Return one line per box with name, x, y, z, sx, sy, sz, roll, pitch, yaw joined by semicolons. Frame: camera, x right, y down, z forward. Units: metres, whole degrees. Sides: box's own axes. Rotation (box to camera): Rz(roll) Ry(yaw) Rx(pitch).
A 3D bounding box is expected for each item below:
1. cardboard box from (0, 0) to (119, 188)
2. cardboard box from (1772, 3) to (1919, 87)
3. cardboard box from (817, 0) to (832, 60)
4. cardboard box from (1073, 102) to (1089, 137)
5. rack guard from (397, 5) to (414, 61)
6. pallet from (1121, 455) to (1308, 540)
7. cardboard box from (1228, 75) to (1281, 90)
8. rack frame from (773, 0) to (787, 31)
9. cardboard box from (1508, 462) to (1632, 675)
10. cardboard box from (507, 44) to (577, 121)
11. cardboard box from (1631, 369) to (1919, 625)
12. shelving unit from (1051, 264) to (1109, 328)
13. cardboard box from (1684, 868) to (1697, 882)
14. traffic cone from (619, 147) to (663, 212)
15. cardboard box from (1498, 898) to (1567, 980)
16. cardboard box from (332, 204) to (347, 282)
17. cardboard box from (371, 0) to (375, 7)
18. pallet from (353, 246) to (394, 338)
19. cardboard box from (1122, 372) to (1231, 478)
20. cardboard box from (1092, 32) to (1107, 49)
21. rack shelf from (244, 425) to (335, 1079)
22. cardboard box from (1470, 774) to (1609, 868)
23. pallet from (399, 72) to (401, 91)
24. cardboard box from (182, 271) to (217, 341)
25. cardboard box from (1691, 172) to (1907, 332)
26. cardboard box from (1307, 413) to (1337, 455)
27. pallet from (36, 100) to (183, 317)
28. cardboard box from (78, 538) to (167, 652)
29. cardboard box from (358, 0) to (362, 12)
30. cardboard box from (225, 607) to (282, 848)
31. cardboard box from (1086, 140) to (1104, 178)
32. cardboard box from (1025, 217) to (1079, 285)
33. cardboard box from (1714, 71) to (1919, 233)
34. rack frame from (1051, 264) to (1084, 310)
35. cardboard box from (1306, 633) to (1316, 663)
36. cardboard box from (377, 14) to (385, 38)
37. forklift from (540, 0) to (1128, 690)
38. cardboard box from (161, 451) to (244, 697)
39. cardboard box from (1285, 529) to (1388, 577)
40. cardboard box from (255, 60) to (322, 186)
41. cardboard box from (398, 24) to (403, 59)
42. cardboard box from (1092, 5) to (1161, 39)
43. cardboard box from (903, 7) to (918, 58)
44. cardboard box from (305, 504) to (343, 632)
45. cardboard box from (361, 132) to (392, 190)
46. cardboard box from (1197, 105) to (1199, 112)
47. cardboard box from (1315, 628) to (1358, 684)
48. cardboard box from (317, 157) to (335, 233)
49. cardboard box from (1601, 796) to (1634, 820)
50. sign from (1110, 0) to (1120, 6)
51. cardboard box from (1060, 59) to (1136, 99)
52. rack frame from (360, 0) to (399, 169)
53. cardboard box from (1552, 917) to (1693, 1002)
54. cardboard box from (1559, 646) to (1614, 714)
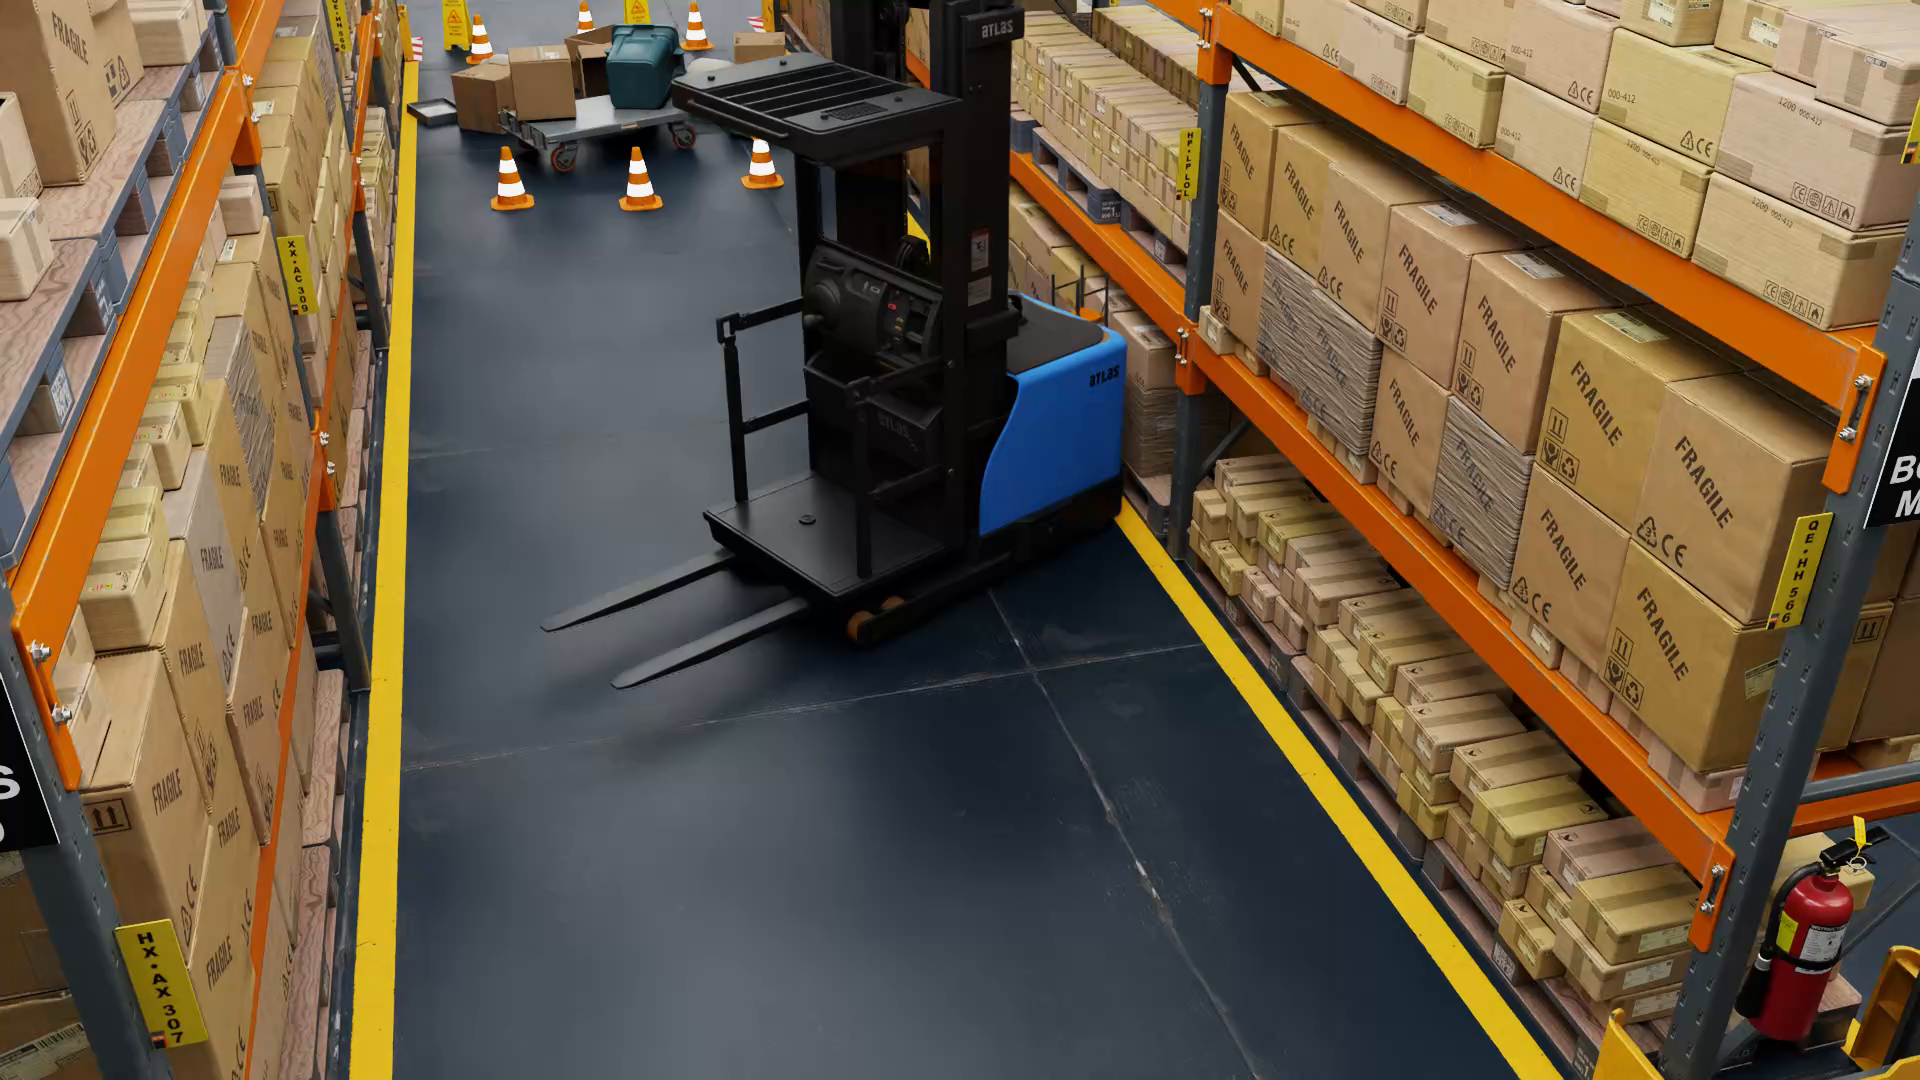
cardboard box;-2.504;-1.199;4.213;0.500;0.500;0.500;-7;31;-12
cardboard box;2.269;-1.218;4.119;0.380;0.149;0.250;-7;31;-13
cardboard box;-0.895;-5.151;16.357;0.875;0.875;0.875;-8;31;-13
cardboard box;0.862;-2.399;9.435;0.380;0.149;0.250;-7;31;-11
rack guard;-6.340;-5.248;17.317;1.175;0.500;0.348;-8;31;-13
pallet;1.362;-0.446;9.310;1.003;0.211;1.213;-8;31;-13
cardboard box;1.565;-2.484;9.284;0.380;0.149;0.250;-7;31;-11
rack frame;-1.615;-7.073;17.976;1.000;3.000;0.127;-8;31;-13
cardboard box;2.133;0.050;5.272;0.500;0.500;0.500;-8;31;-14
cardboard box;-3.591;-3.931;14.287;0.500;0.500;0.500;-8;31;-13
cardboard box;2.271;-0.138;4.599;0.500;0.500;0.500;-8;31;-14
shelving unit;0.651;-0.878;9.062;0.258;1.200;0.189;-24;36;-35
cardboard box;2.631;1.034;5.802;0.380;0.149;0.250;-7;31;-12
traffic cone;-2.579;-2.916;13.327;0.336;0.463;0.334;-8;31;-13
cardboard box;2.125;1.369;5.816;0.380;0.149;0.250;-7;31;-12
cardboard box;-3.421;-1.495;8.488;0.500;0.250;0.500;-8;31;-14
cardboard box;-5.073;-4.520;13.816;0.380;0.149;0.250;-8;31;-14
pallet;-4.443;-1.673;11.430;1.003;0.211;1.213;-8;31;-13
cardboard box;1.131;-0.701;9.043;0.500;0.500;0.500;-8;31;-14
cardboard box;1.079;-3.233;10.876;0.380;0.149;0.250;-7;31;-12
rack shelf;-2.645;0.707;5.252;1.077;0.370;4.000;-8;31;-13
cardboard box;2.045;0.990;5.878;0.380;0.149;0.250;-9;31;-14
pallet;-6.159;-4.725;16.703;1.003;0.211;1.213;-8;31;-13
cardboard box;-2.579;-0.721;5.256;0.380;0.149;0.250;-8;31;-14
cardboard box;2.256;-0.763;4.230;0.500;0.250;0.500;-9;31;-14
cardboard box;1.662;-0.489;6.851;0.380;0.149;0.250;-7;31;-12
pallet;-2.648;-0.846;4.311;1.003;0.211;1.213;-8;31;-13
cardboard box;-2.038;0.139;3.771;0.380;0.149;0.250;-7;31;-12
cardboard box;-4.740;-4.046;12.577;0.380;0.149;0.250;-8;31;-14
cardboard box;-2.243;0.560;4.689;0.500;0.500;0.500;-8;31;-14
cardboard box;0.925;-2.145;9.292;0.380;0.149;0.250;-7;31;-11
cardboard box;0.712;-1.783;10.163;0.500;0.250;0.500;-8;31;-13
cardboard box;2.264;-0.984;4.112;0.500;0.250;0.500;-9;31;-15
rack frame;0.590;-0.909;9.123;0.240;1.200;0.006;-24;36;-35
cardboard box;1.765;0.476;7.359;0.380;0.149;0.250;-9;31;-15
cardboard box;-5.170;-4.420;14.322;0.380;0.149;0.250;-7;31;-13
forklift;-0.573;-1.060;7.655;3.031;2.935;1.130;-24;38;-35
cardboard box;-2.254;0.120;4.451;0.500;0.500;0.500;-8;31;-14
cardboard box;1.684;0.091;7.432;0.380;0.149;0.250;-9;31;-15
cardboard box;-3.451;-2.031;8.166;0.500;0.500;0.500;-8;31;-14
cardboard box;-5.880;-4.992;16.705;0.500;0.250;0.500;-8;31;-14
cardboard box;1.081;-3.364;10.805;0.380;0.149;0.250;-9;31;-15
cardboard box;-0.134;-3.917;12.423;0.500;0.500;0.500;-8;31;-14
cardboard box;-3.417;-0.121;7.667;0.875;0.875;0.875;-7;31;-12
cardboard box;-4.963;-2.879;12.933;0.950;0.372;0.625;-6;31;-10
cardboard box;1.556;-2.364;9.374;0.380;0.149;0.250;-8;31;-14
cardboard box;1.736;0.484;7.049;0.380;0.149;0.250;-8;31;-14
cardboard box;-3.430;-1.711;8.363;0.500;0.250;0.500;-9;31;-15
cardboard box;2.572;1.045;6.081;0.380;0.149;0.250;-7;31;-13
sign;1.029;-3.753;11.163;0.100;0.325;0.005;-8;31;-13
cardboard box;0.795;-2.656;9.582;0.380;0.149;0.250;-7;31;-12
rack frame;-5.299;-4.434;13.417;1.000;3.000;0.127;-8;31;-13
cardboard box;2.217;1.361;5.534;0.380;0.149;0.250;-9;31;-15
cardboard box;2.162;0.399;5.317;0.380;0.149;0.250;-8;31;-14
